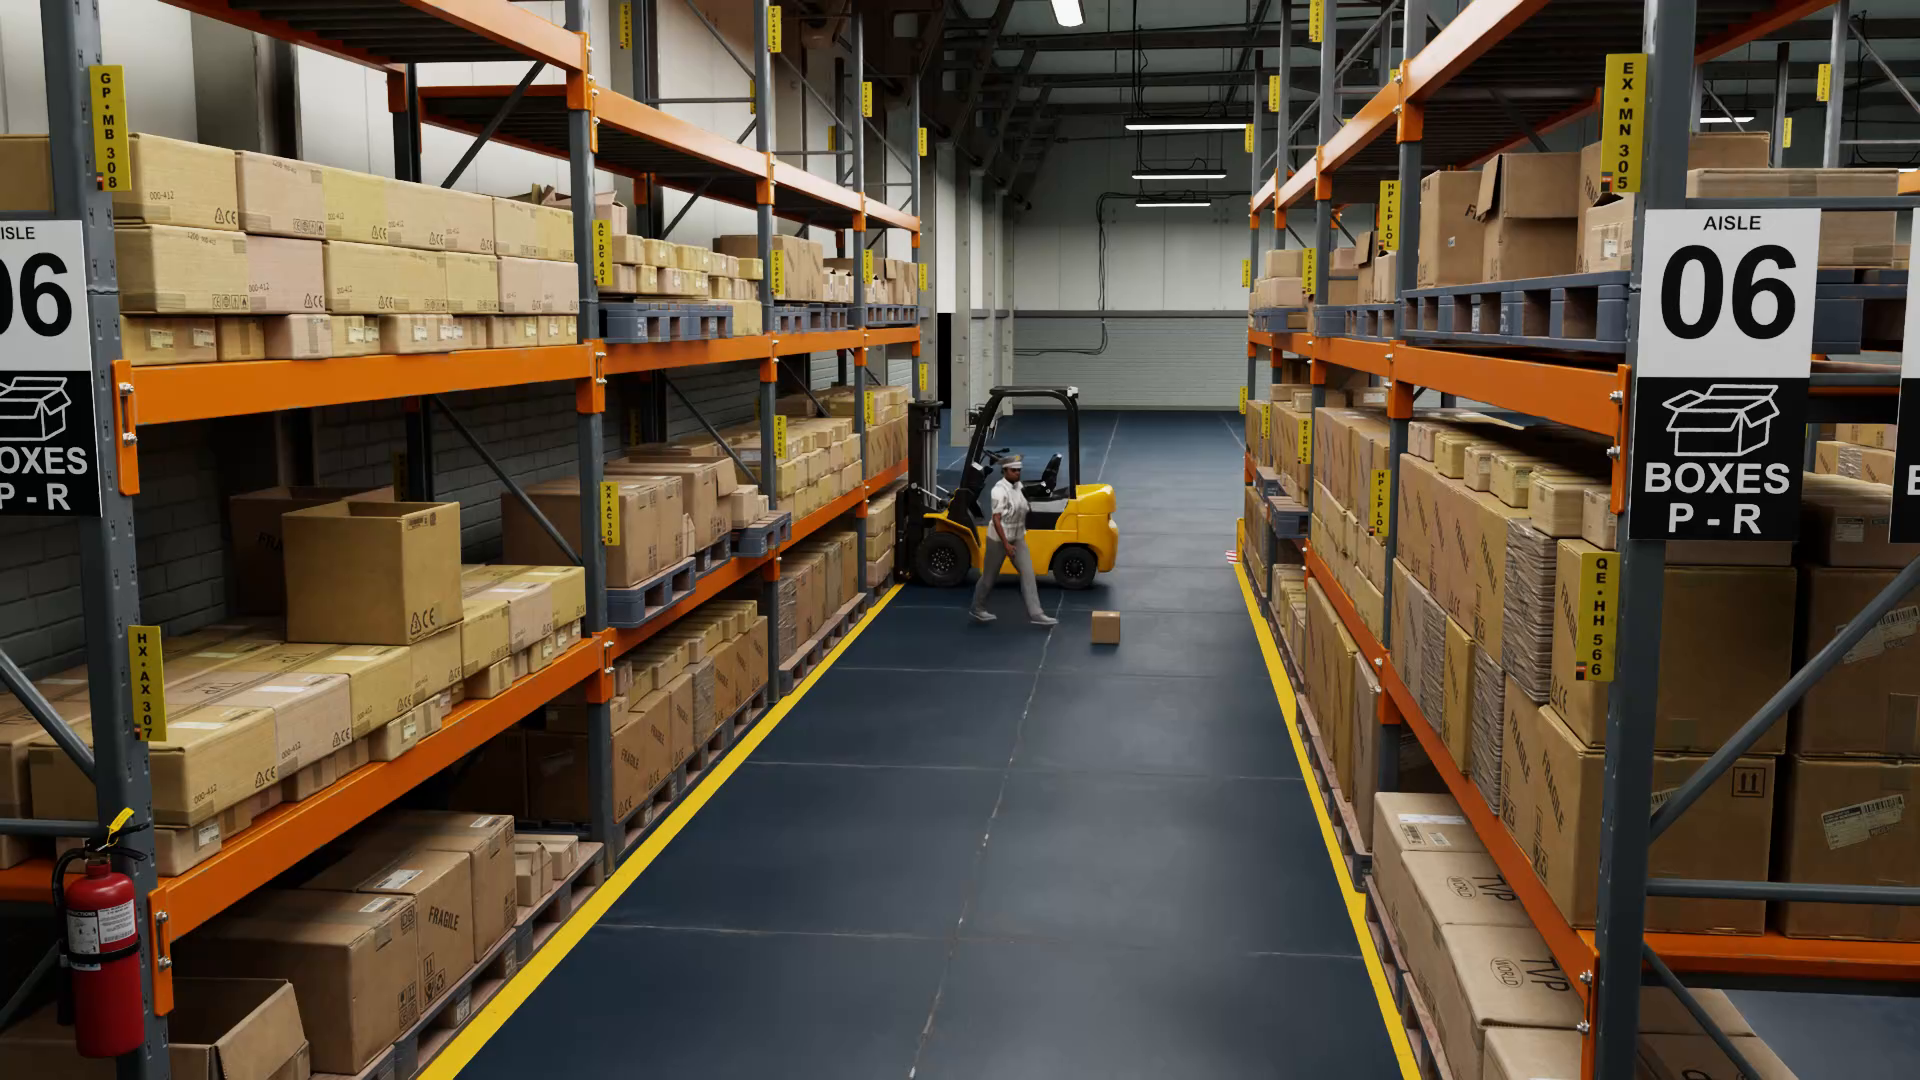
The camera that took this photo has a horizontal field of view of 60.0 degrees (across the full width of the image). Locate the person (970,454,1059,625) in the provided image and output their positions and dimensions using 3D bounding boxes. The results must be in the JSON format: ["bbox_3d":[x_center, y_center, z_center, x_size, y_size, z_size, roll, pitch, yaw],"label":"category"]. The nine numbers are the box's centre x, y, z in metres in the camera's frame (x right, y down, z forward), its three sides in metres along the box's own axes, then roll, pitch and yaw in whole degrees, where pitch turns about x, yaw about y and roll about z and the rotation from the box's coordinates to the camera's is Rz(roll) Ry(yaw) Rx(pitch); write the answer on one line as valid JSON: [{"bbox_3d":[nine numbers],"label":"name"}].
[{"bbox_3d":[0.475,-0.007,15.711,0.476,1.626,0.965,-7,11,-43],"label":"person"}]
